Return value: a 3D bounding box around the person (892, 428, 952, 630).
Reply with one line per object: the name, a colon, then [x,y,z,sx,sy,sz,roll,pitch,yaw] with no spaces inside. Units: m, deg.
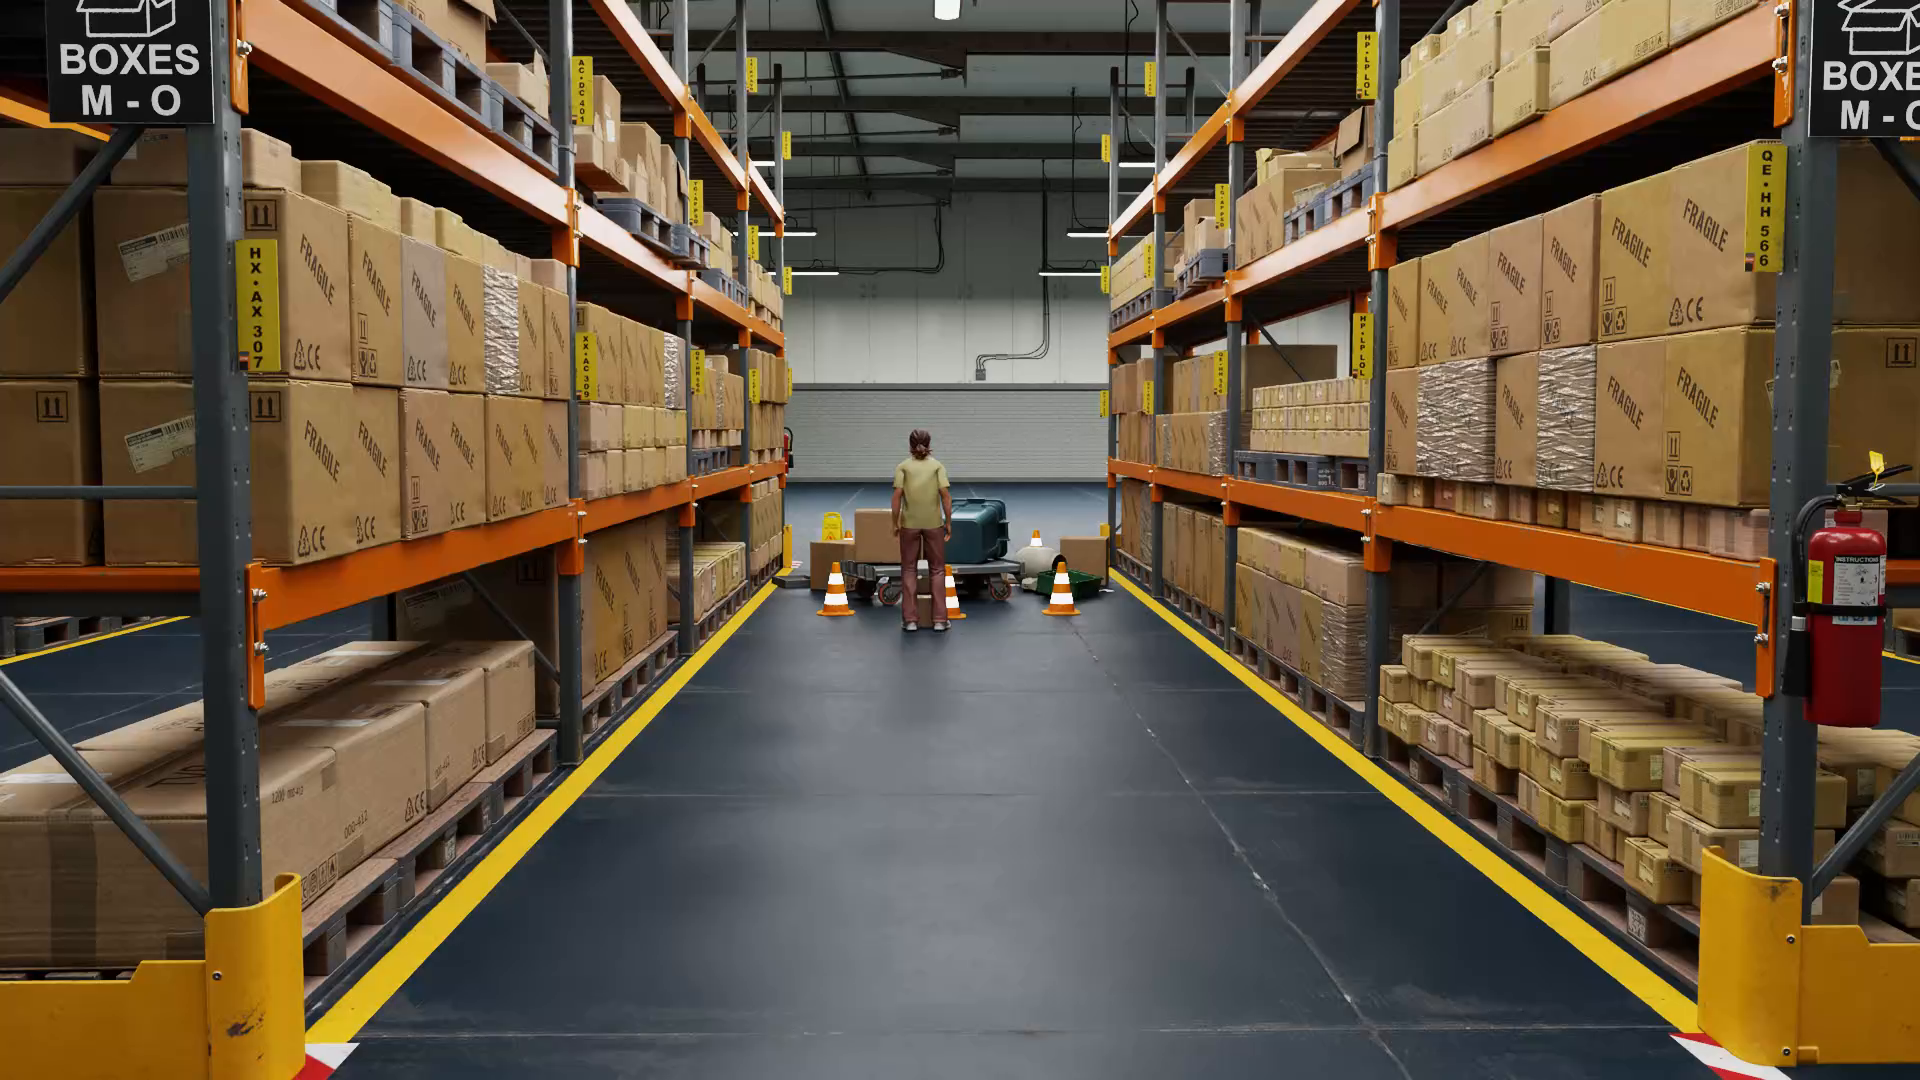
person: [-0.317,-0.090,13.799,0.498,1.672,0.360,0,4,-1]
